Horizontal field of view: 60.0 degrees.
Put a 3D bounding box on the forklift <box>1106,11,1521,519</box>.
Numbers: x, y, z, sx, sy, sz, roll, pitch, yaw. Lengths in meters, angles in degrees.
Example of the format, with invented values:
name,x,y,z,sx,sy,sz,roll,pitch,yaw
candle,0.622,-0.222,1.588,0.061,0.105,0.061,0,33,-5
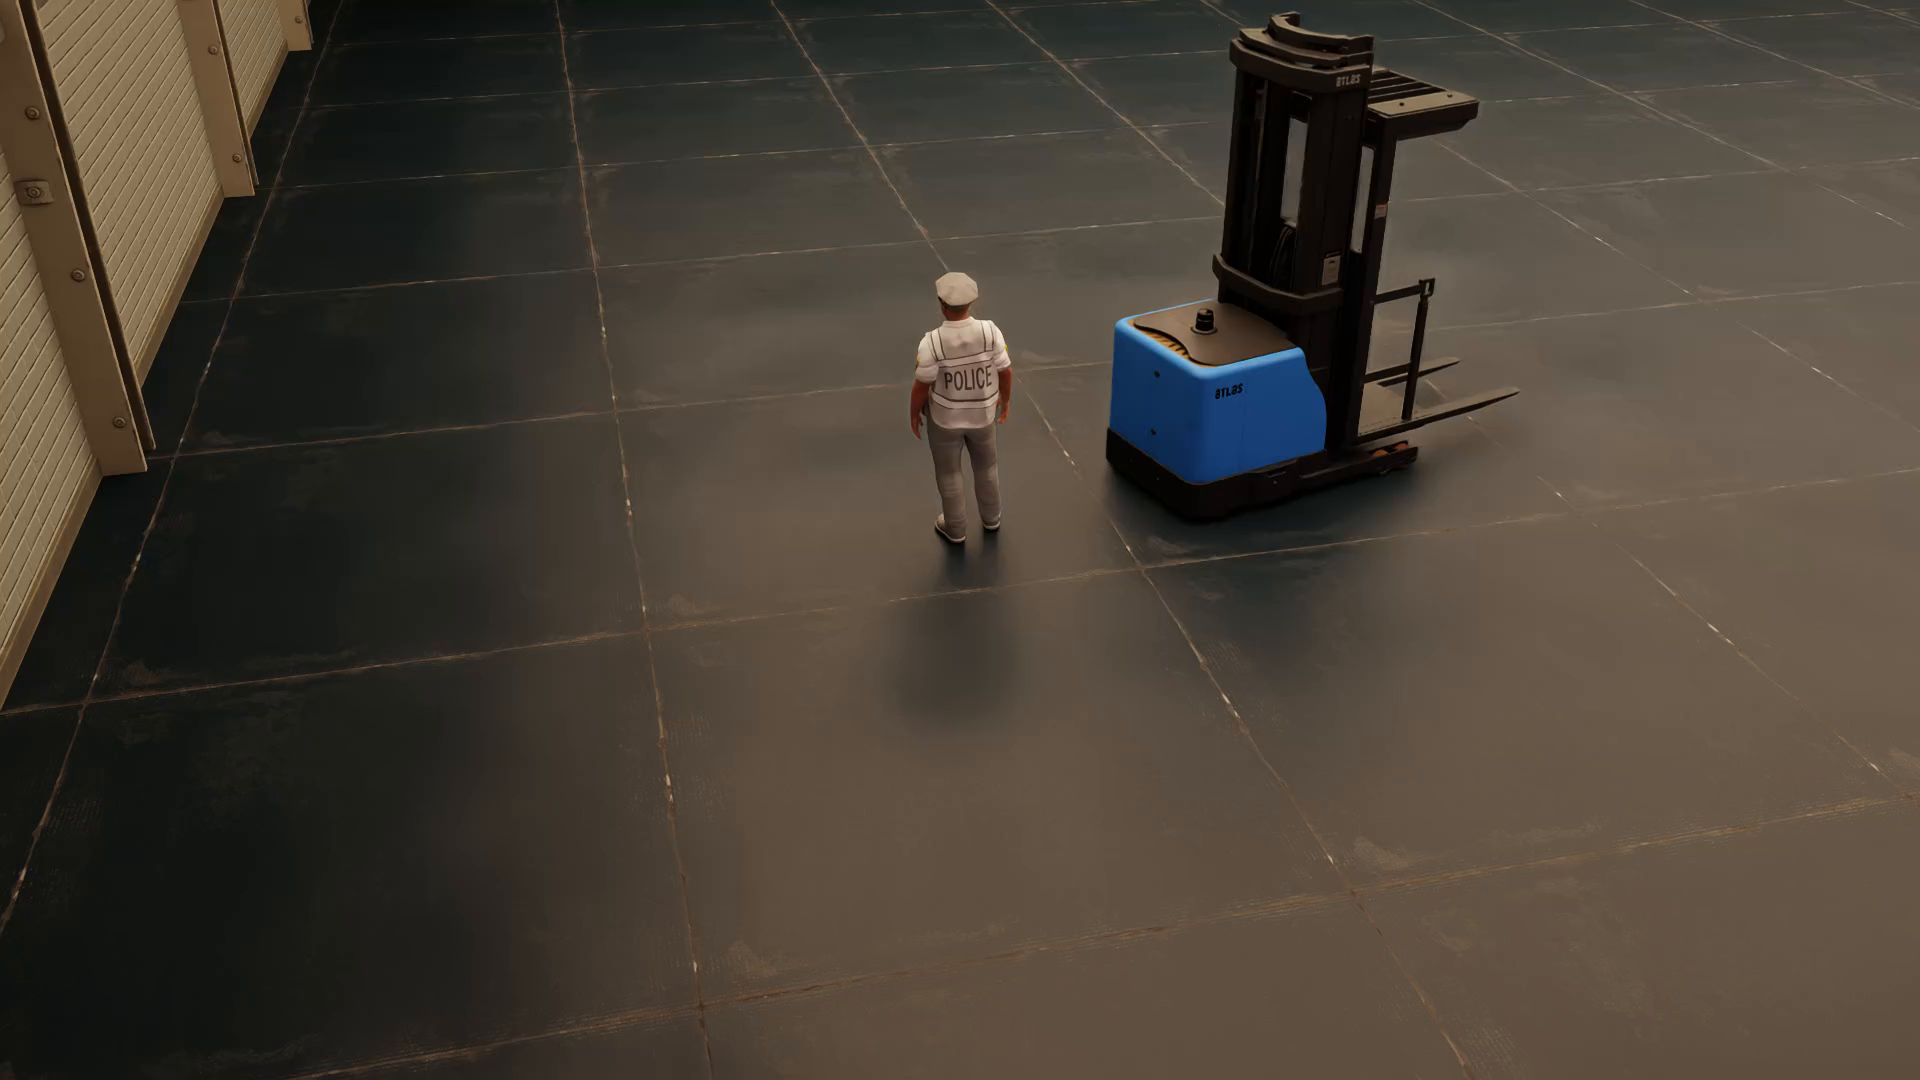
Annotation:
name,x,y,z,sx,sy,sz,roll,pitch,yaw
forklift,2.534,-1.927,10.903,3.031,2.935,1.130,-16,34,-25

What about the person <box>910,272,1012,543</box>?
name,x,y,z,sx,sy,sz,roll,pitch,yaw
person,-0.006,-0.816,10.118,0.640,1.781,0.575,-7,31,-12
